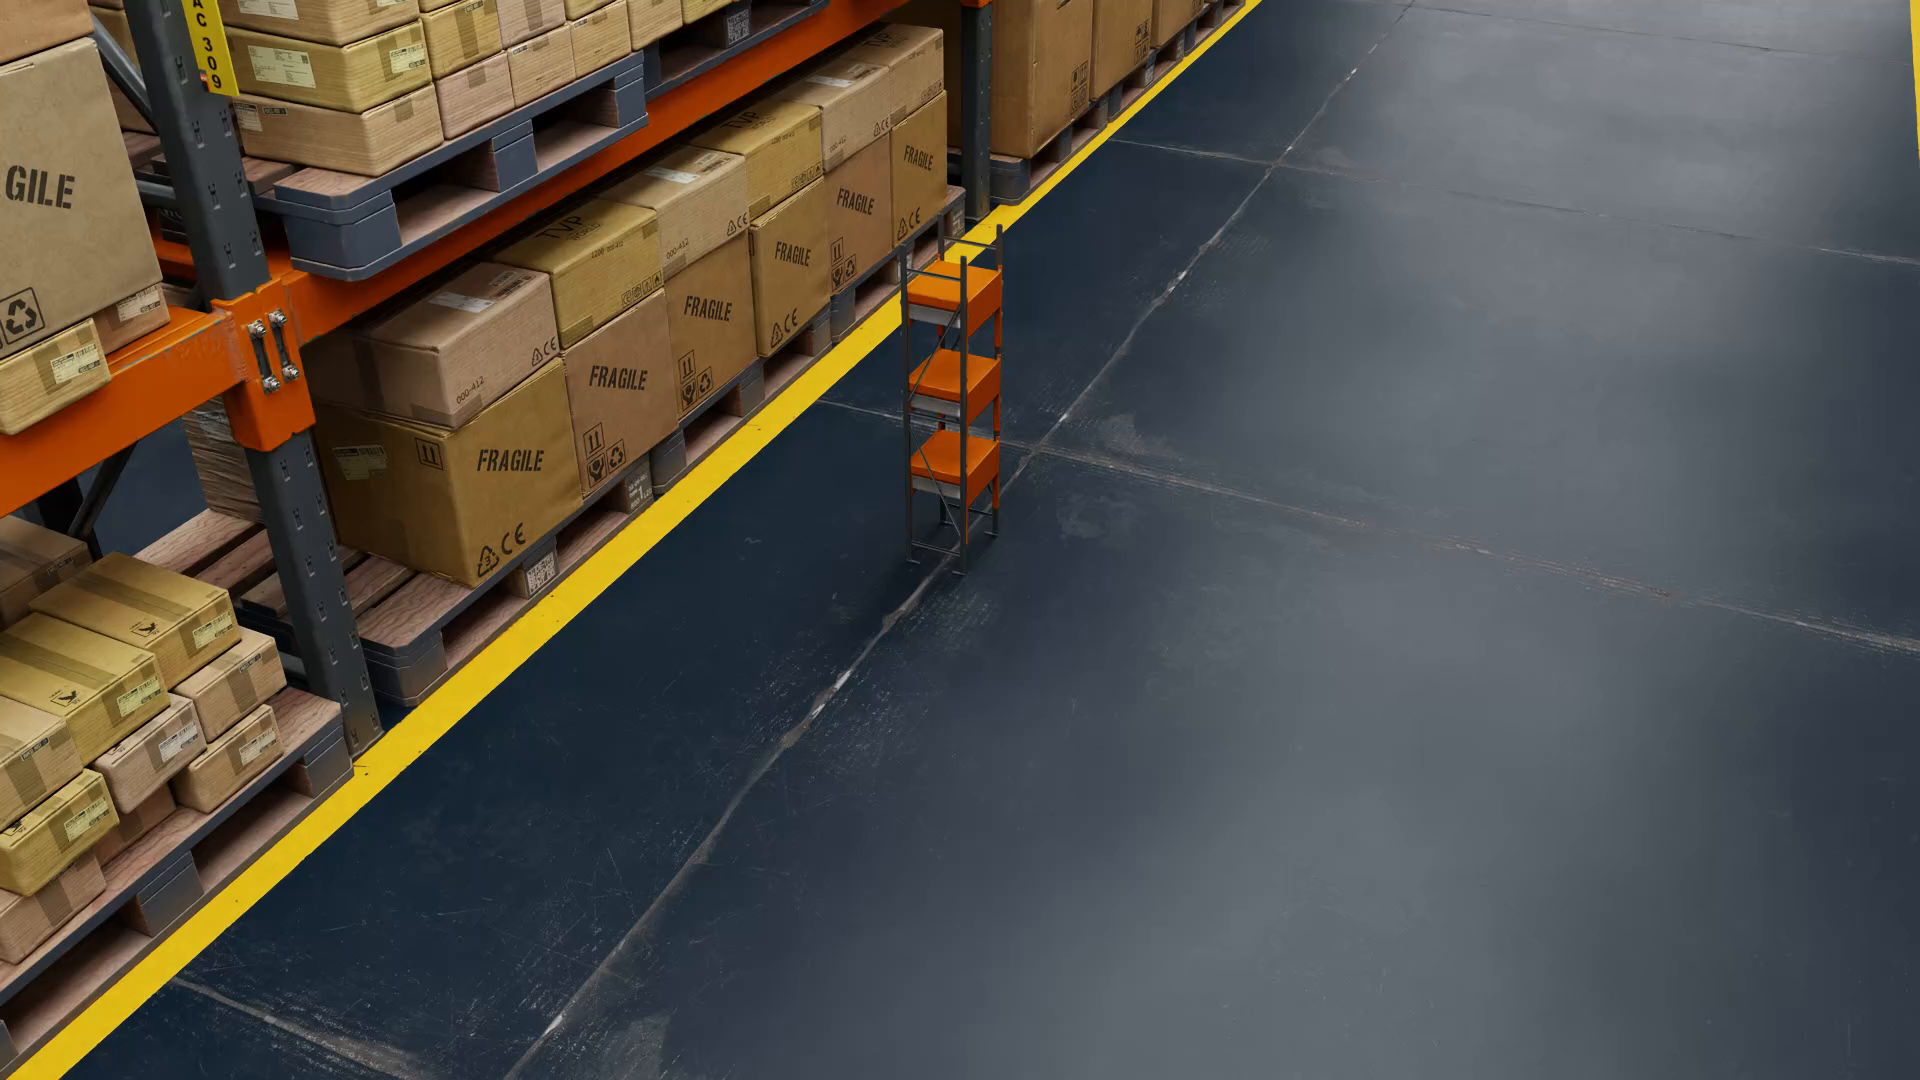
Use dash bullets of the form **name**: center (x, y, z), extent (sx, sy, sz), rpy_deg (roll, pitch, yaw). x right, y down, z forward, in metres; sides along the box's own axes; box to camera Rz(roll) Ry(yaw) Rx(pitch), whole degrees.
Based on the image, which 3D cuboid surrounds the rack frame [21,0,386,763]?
- **rack frame**: center (-2.018, -0.814, 3.756), extent (1.000, 3.000, 0.127), rpy_deg (14, 36, 20)

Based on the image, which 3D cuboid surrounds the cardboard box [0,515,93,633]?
- **cardboard box**: center (-2.351, 0.078, 4.070), extent (0.380, 0.149, 0.250), rpy_deg (16, 36, 22)

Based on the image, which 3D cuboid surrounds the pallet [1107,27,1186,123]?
- **pallet**: center (0.565, -2.621, 9.054), extent (1.003, 0.211, 1.213), rpy_deg (14, 36, 20)

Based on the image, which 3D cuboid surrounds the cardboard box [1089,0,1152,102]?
- **cardboard box**: center (0.354, -2.760, 8.392), extent (1.050, 0.750, 0.750), rpy_deg (15, 36, 21)

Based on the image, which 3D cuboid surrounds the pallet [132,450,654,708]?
- **pallet**: center (-1.694, -0.036, 5.112), extent (1.003, 0.211, 1.213), rpy_deg (14, 36, 20)

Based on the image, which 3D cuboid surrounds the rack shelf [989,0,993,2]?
- **rack shelf**: center (0.492, -3.501, 8.510), extent (1.077, 0.370, 4.000), rpy_deg (14, 36, 20)

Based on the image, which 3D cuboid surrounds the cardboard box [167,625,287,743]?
- **cardboard box**: center (-1.861, 0.308, 3.990), extent (0.380, 0.149, 0.250), rpy_deg (15, 36, 21)

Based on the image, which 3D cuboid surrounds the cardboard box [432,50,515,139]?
- **cardboard box**: center (-1.325, -1.115, 4.060), extent (0.380, 0.149, 0.250), rpy_deg (15, 36, 21)

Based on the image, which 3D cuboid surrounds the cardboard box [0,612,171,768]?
- **cardboard box**: center (-2.002, 0.327, 3.690), extent (0.380, 0.149, 0.250), rpy_deg (15, 36, 21)

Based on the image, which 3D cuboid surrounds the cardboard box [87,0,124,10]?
- **cardboard box**: center (-2.028, -1.378, 3.920), extent (0.380, 0.149, 0.250), rpy_deg (16, 36, 23)

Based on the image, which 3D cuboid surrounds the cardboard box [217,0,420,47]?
- **cardboard box**: center (-1.436, -1.224, 3.685), extent (0.380, 0.149, 0.250), rpy_deg (16, 37, 23)

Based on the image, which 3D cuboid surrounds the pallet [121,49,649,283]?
- **pallet**: center (-1.566, -1.081, 4.338), extent (1.003, 0.211, 1.213), rpy_deg (14, 36, 20)

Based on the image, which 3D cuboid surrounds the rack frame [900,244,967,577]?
- **rack frame**: center (-0.073, -0.352, 4.829), extent (0.200, 1.050, 0.008), rpy_deg (14, 36, 20)

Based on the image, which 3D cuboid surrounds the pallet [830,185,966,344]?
- **pallet**: center (-0.673, -1.251, 6.966), extent (1.003, 0.211, 1.213), rpy_deg (14, 36, 20)

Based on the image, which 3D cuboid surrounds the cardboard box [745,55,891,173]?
- **cardboard box**: center (-0.594, -1.595, 6.160), extent (0.500, 0.250, 0.500), rpy_deg (15, 36, 21)

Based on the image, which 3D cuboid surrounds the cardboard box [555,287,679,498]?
- **cardboard box**: center (-1.248, -0.515, 5.197), extent (0.500, 0.500, 0.500), rpy_deg (16, 36, 23)

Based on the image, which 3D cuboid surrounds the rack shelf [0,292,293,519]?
- **rack shelf**: center (-2.855, 0.483, 2.434), extent (1.077, 0.370, 4.000), rpy_deg (14, 36, 20)

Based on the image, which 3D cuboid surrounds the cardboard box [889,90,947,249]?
- **cardboard box**: center (-0.383, -1.549, 6.773), extent (0.500, 0.500, 0.500), rpy_deg (14, 36, 20)

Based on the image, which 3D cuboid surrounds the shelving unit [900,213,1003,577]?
- **shelving unit**: center (-0.022, -0.412, 4.921), extent (0.215, 1.050, 0.252), rpy_deg (14, 36, 20)

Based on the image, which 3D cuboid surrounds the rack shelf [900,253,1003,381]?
- **rack shelf**: center (-0.022, -0.641, 4.772), extent (0.215, 0.259, 0.240), rpy_deg (14, 36, 20)

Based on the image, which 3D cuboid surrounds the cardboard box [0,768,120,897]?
- **cardboard box**: center (-2.059, 0.583, 3.571), extent (0.380, 0.149, 0.250), rpy_deg (13, 35, 19)

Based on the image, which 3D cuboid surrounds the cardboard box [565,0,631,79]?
- **cardboard box**: center (-1.111, -1.363, 4.439), extent (0.380, 0.149, 0.250), rpy_deg (15, 36, 21)

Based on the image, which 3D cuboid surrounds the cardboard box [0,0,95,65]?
- **cardboard box**: center (-1.969, -1.102, 2.921), extent (0.500, 0.500, 0.500), rpy_deg (13, 35, 19)

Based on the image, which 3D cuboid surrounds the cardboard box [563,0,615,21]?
- **cardboard box**: center (-1.113, -1.487, 4.358), extent (0.380, 0.149, 0.250), rpy_deg (13, 35, 18)

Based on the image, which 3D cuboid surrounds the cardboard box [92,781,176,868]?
- **cardboard box**: center (-2.058, 0.586, 3.837), extent (0.380, 0.149, 0.250), rpy_deg (15, 36, 22)

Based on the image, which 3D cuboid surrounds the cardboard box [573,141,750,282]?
- **cardboard box**: center (-1.031, -1.084, 5.380), extent (0.500, 0.250, 0.500), rpy_deg (16, 36, 22)

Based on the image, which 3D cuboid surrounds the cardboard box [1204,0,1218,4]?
- **cardboard box**: center (1.151, -3.703, 9.831), extent (1.050, 0.750, 0.750), rpy_deg (14, 36, 20)

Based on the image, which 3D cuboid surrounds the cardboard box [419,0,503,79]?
- **cardboard box**: center (-1.329, -1.229, 3.964), extent (0.380, 0.149, 0.250), rpy_deg (13, 36, 20)

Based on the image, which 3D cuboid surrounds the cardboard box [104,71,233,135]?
- **cardboard box**: center (-2.032, -1.128, 4.080), extent (0.380, 0.149, 0.250), rpy_deg (13, 36, 19)

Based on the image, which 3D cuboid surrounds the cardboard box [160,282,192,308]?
- **cardboard box**: center (-1.936, -0.687, 4.775), extent (0.500, 0.250, 0.500), rpy_deg (13, 36, 19)

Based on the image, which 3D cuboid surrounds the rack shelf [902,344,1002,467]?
- **rack shelf**: center (-0.022, -0.404, 4.927), extent (0.215, 0.259, 0.240), rpy_deg (14, 36, 20)

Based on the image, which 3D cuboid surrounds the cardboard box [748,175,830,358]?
- **cardboard box**: center (-0.810, -1.024, 5.973), extent (0.500, 0.500, 0.500), rpy_deg (13, 35, 18)

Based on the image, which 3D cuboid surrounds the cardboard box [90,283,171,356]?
- **cardboard box**: center (-1.925, -0.513, 3.526), extent (0.380, 0.149, 0.250), rpy_deg (14, 36, 20)

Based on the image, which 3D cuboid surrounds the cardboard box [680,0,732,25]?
- **cardboard box**: center (-0.894, -1.627, 4.842), extent (0.380, 0.149, 0.250), rpy_deg (14, 36, 20)

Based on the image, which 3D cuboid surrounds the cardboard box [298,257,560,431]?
- **cardboard box**: center (-1.469, -0.565, 4.589), extent (0.500, 0.250, 0.500), rpy_deg (13, 35, 18)
